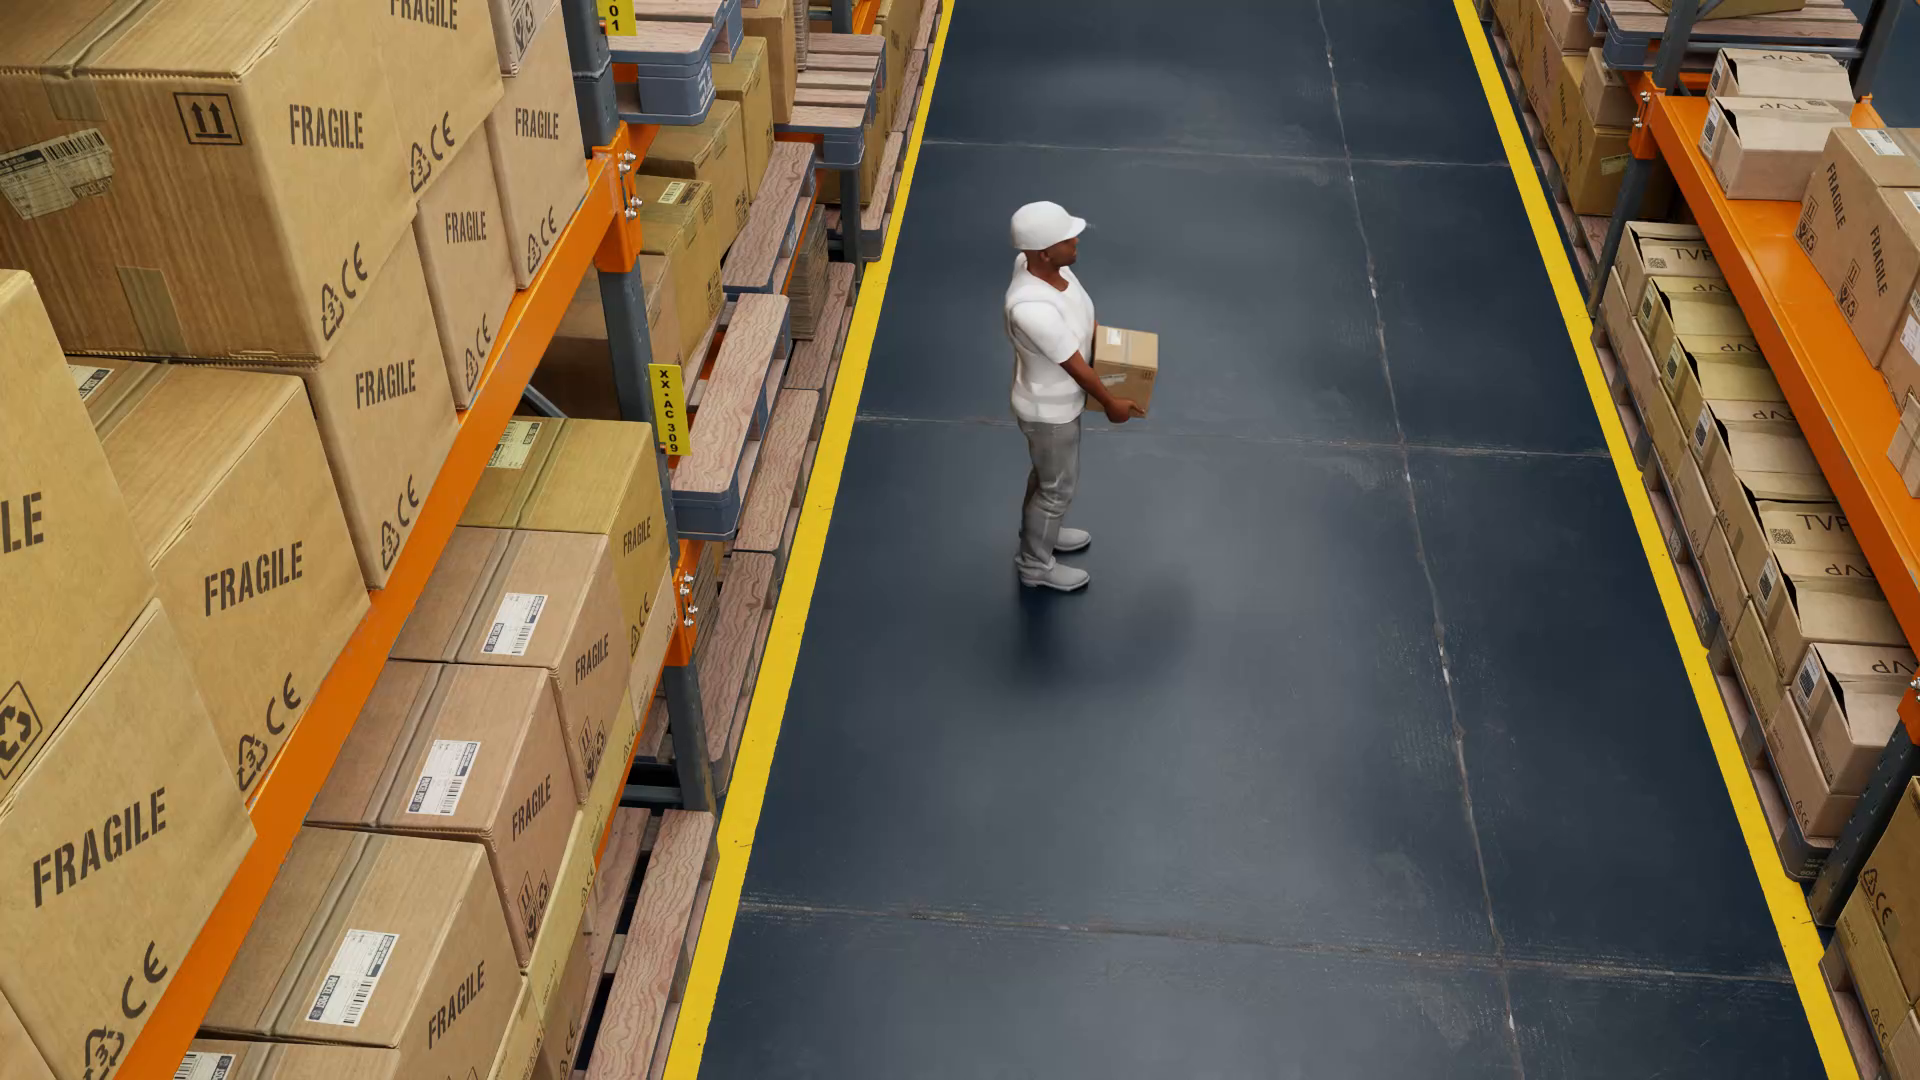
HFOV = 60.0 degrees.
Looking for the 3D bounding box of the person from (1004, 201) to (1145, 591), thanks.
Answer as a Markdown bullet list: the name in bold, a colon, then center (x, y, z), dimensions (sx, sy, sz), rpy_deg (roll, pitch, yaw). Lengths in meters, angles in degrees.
- **person**: center (0.469, -0.582, 6.841), dimensions (0.577, 1.758, 0.503), rpy_deg (4, 40, 4)
